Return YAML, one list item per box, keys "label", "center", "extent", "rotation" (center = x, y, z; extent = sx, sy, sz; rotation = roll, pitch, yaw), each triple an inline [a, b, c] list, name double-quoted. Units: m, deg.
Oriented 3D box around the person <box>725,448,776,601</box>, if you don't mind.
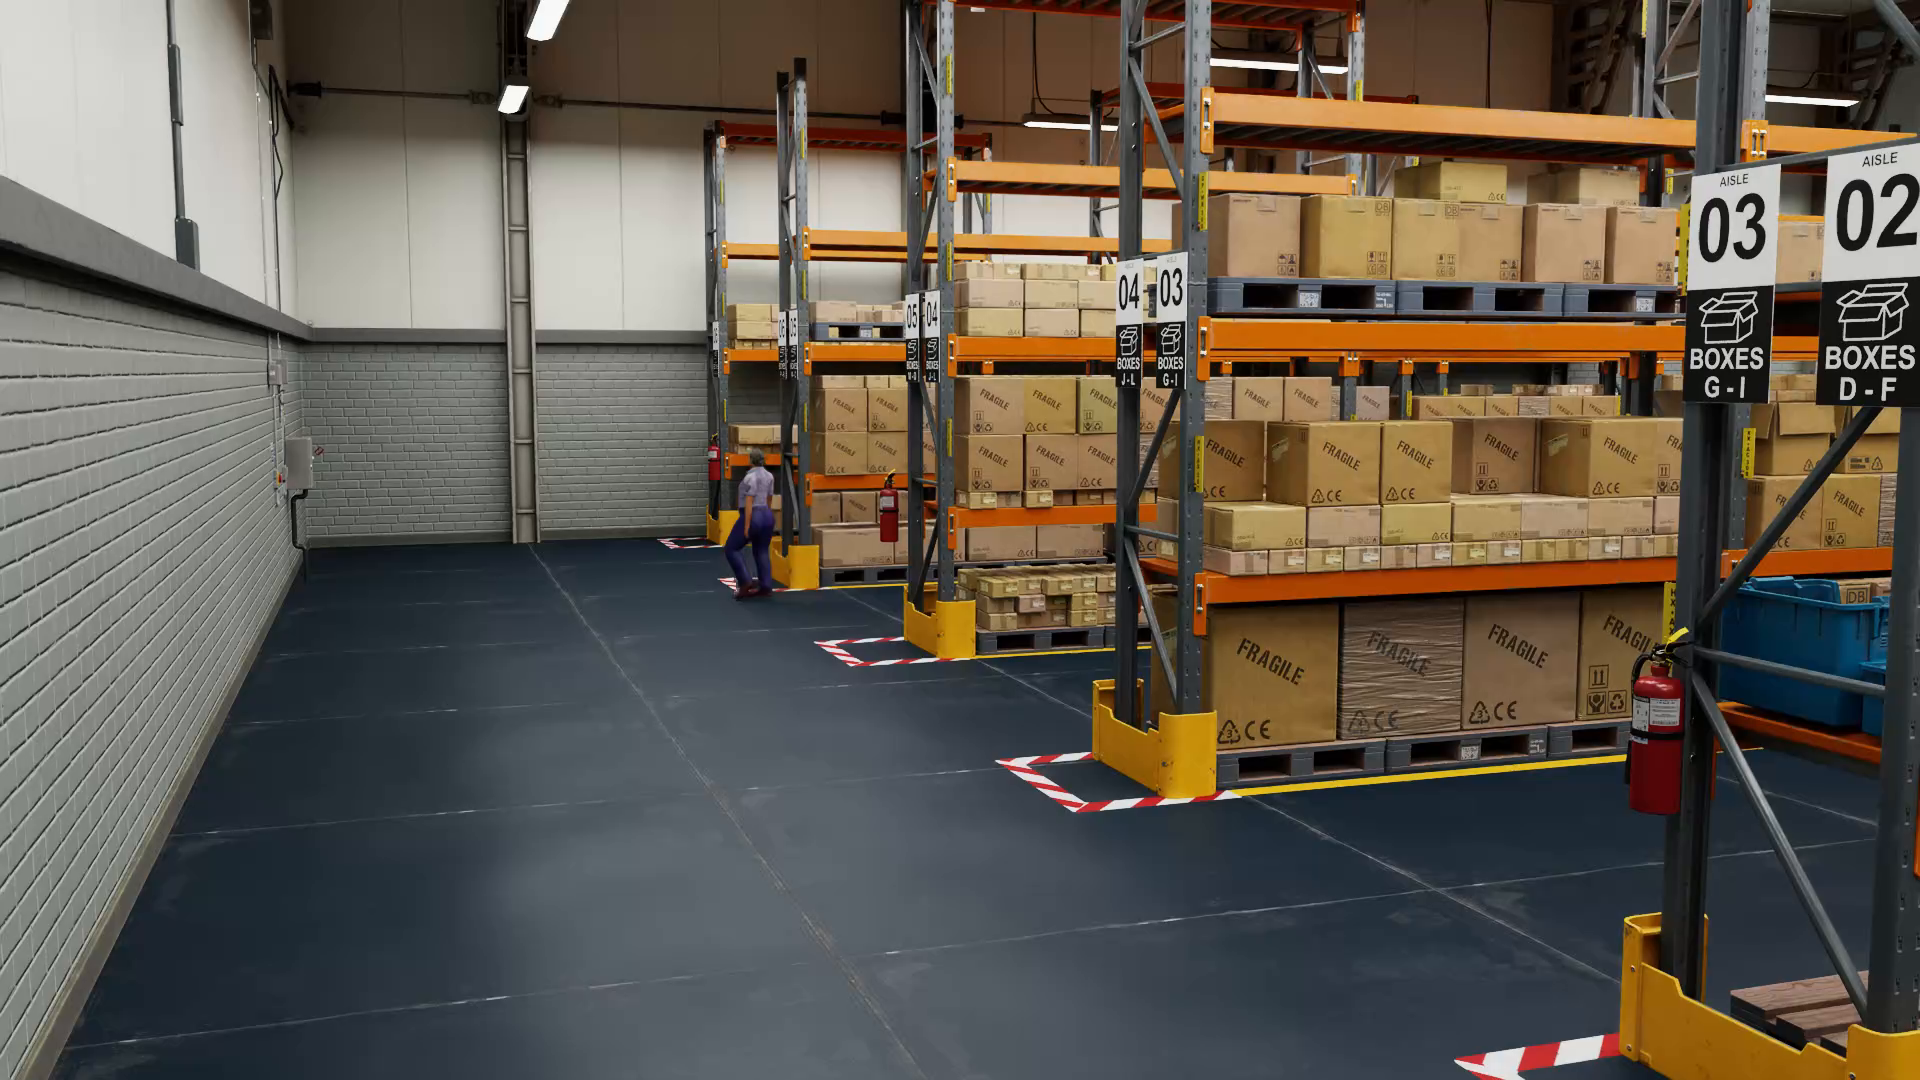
- label: "person"
  center: [-2.277, -0.166, 18.247]
  extent: [0.484, 1.685, 0.518]
  rotation: [4, 7, 31]
